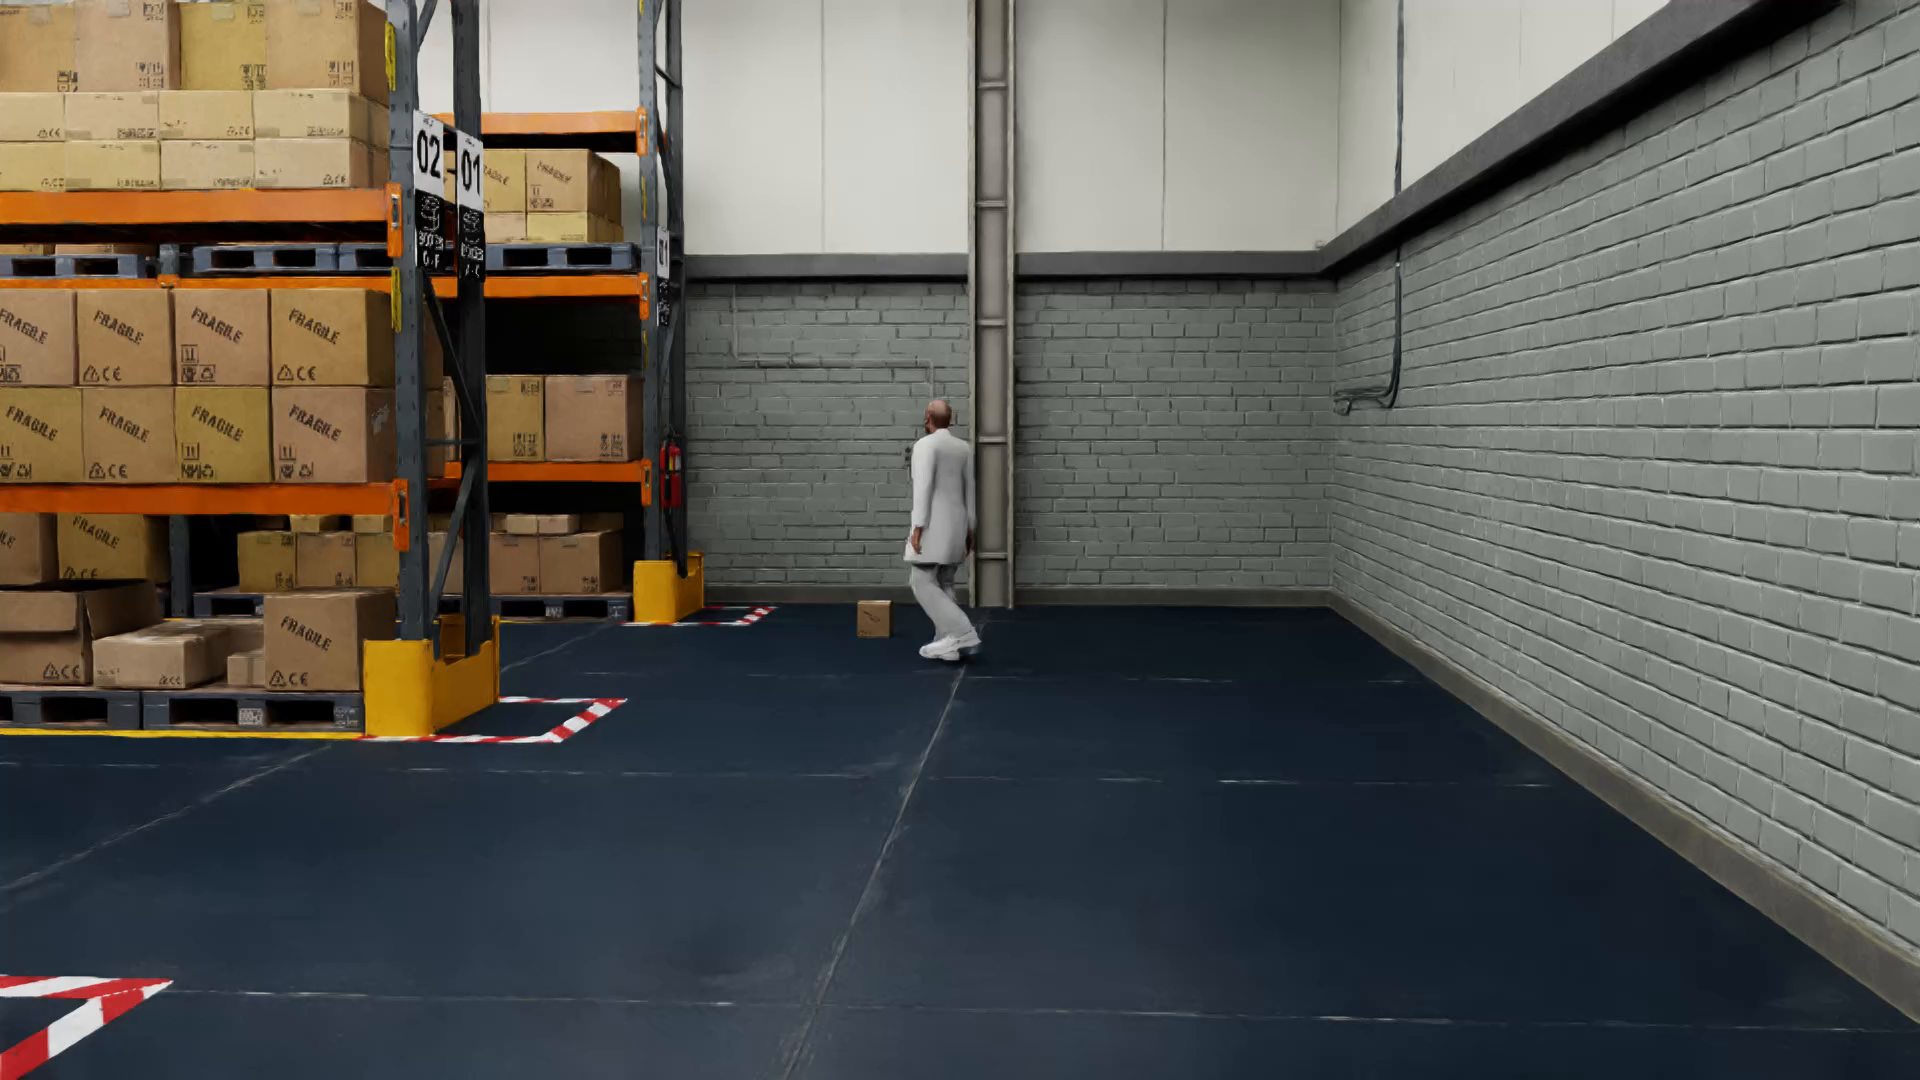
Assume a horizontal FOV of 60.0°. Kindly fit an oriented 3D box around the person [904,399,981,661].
[{"bbox_3d":[-0.072,-0.065,11.223,0.604,1.771,0.619,3,5,37],"label":"person"}]
